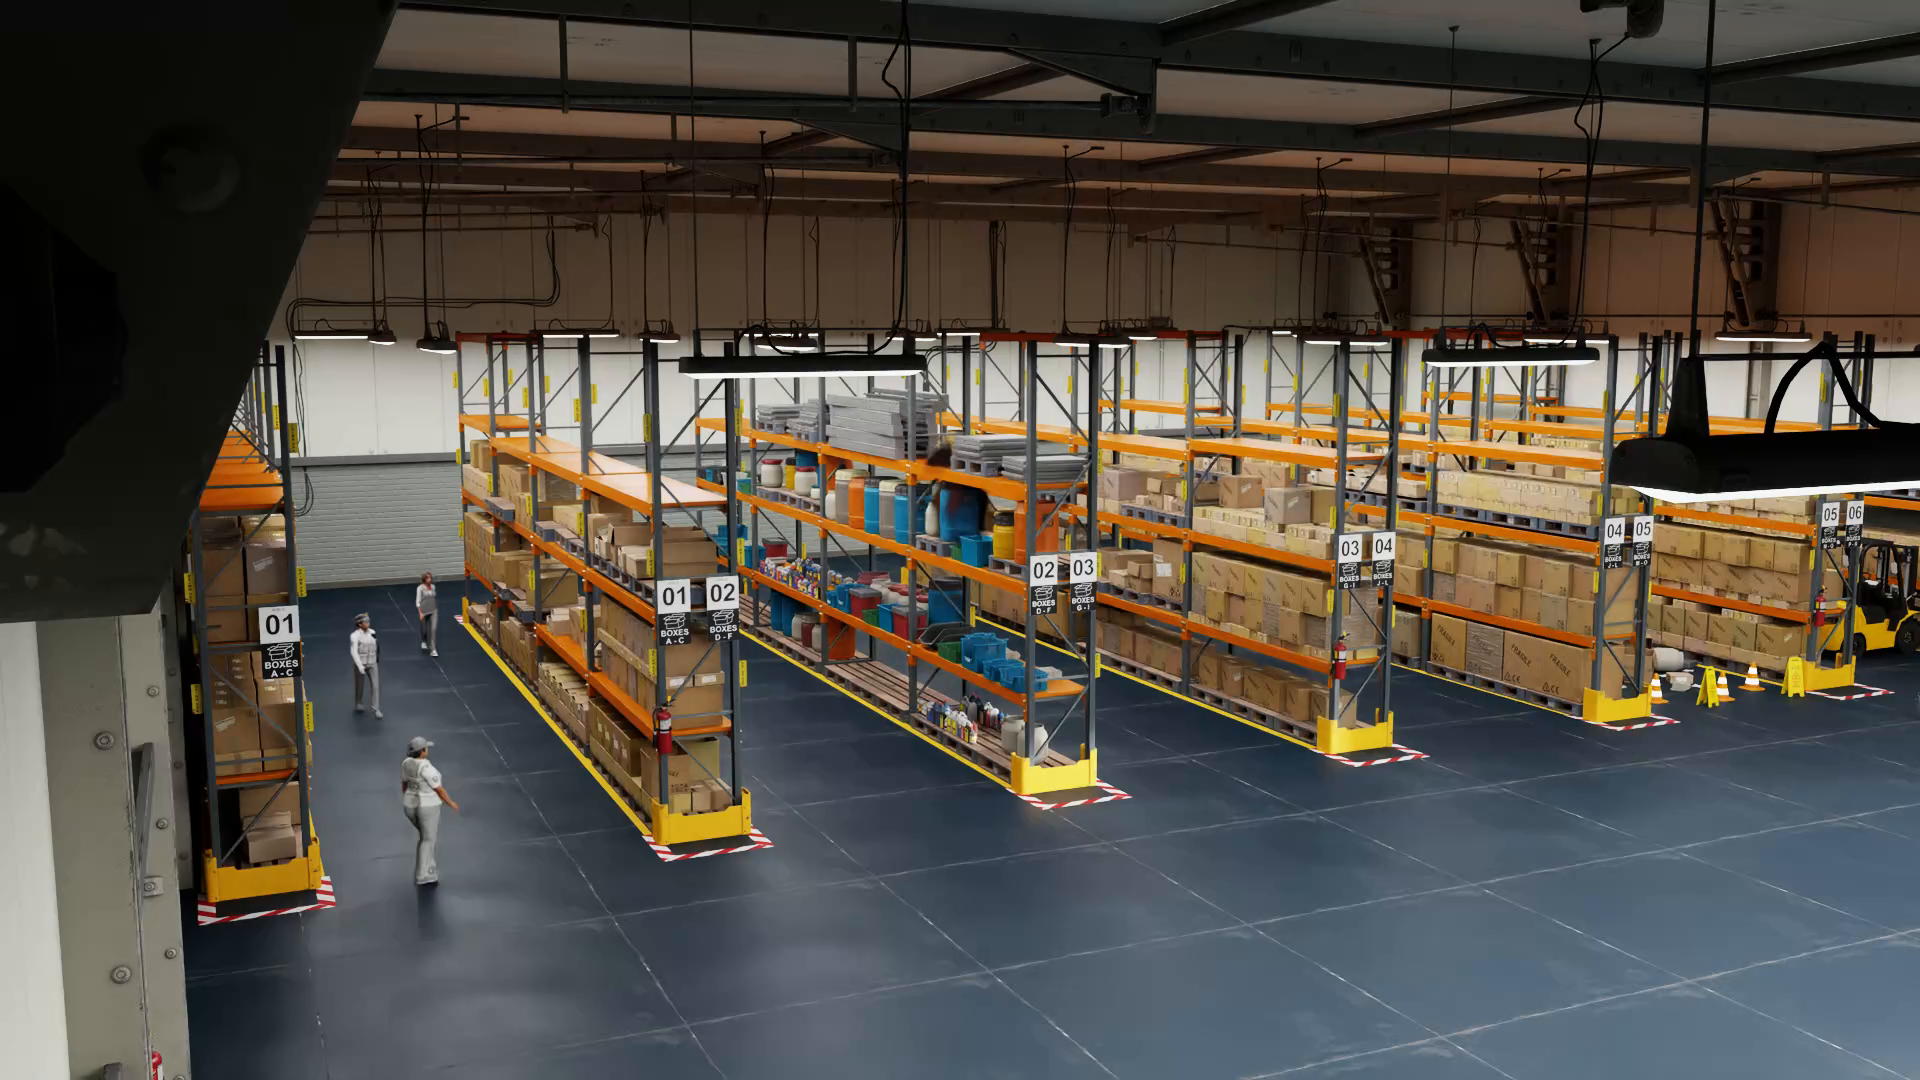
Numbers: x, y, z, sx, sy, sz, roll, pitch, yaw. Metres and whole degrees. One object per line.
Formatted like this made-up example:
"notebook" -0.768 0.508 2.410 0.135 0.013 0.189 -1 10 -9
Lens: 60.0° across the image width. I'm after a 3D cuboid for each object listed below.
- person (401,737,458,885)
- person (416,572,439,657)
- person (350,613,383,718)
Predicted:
"person" -5.997 3.042 18.664 0.567 1.717 0.570 3 8 24
"person" -9.975 1.363 31.136 0.417 1.556 0.823 -4 9 -25
"person" -9.428 1.961 26.355 0.445 1.639 0.959 -5 9 -31
